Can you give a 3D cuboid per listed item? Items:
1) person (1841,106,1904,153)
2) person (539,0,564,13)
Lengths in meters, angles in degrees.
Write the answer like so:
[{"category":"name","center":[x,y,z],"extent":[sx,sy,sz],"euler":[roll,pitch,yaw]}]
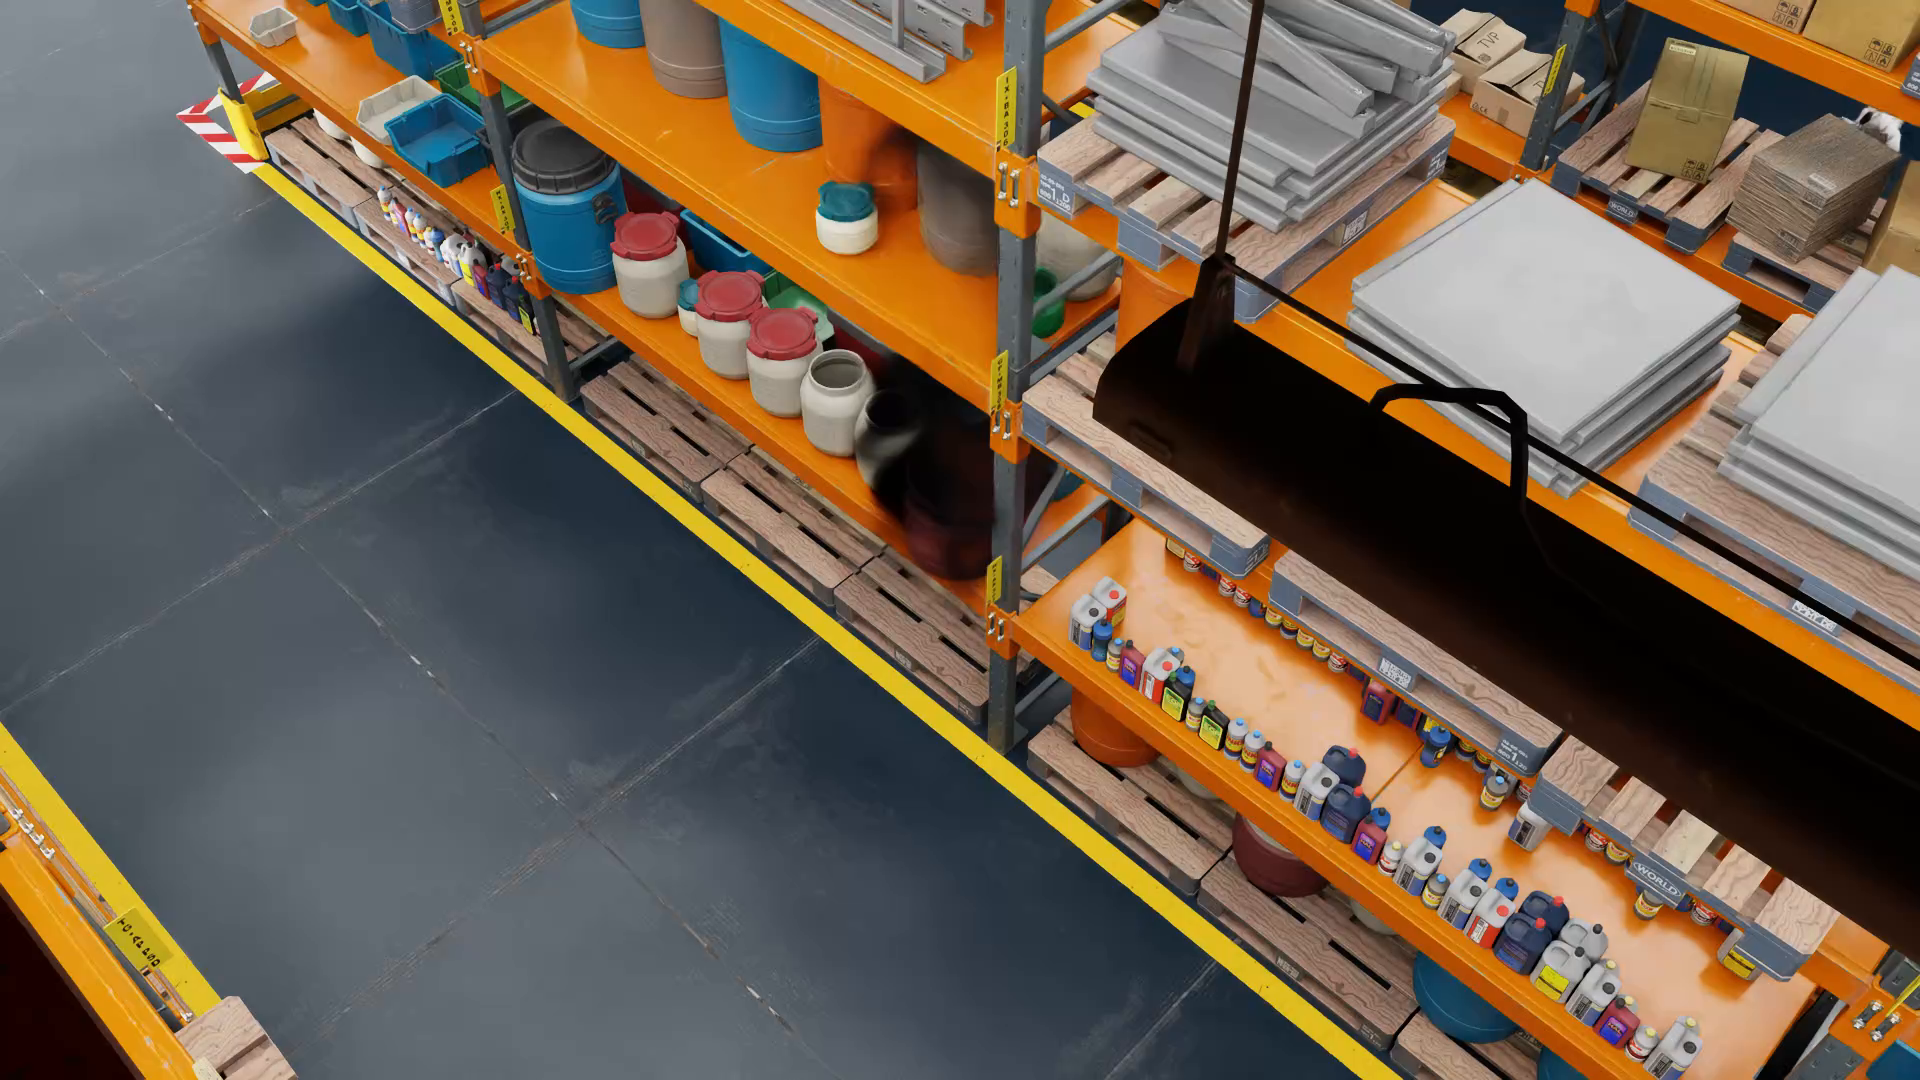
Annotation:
[{"category":"person","center":[6.260,-2.507,11.408],"extent":[0.840,1.672,0.605],"euler":[31,57,24]},{"category":"person","center":[-3.091,-4.346,12.959],"extent":[0.664,1.636,0.551],"euler":[15,52,12]}]
